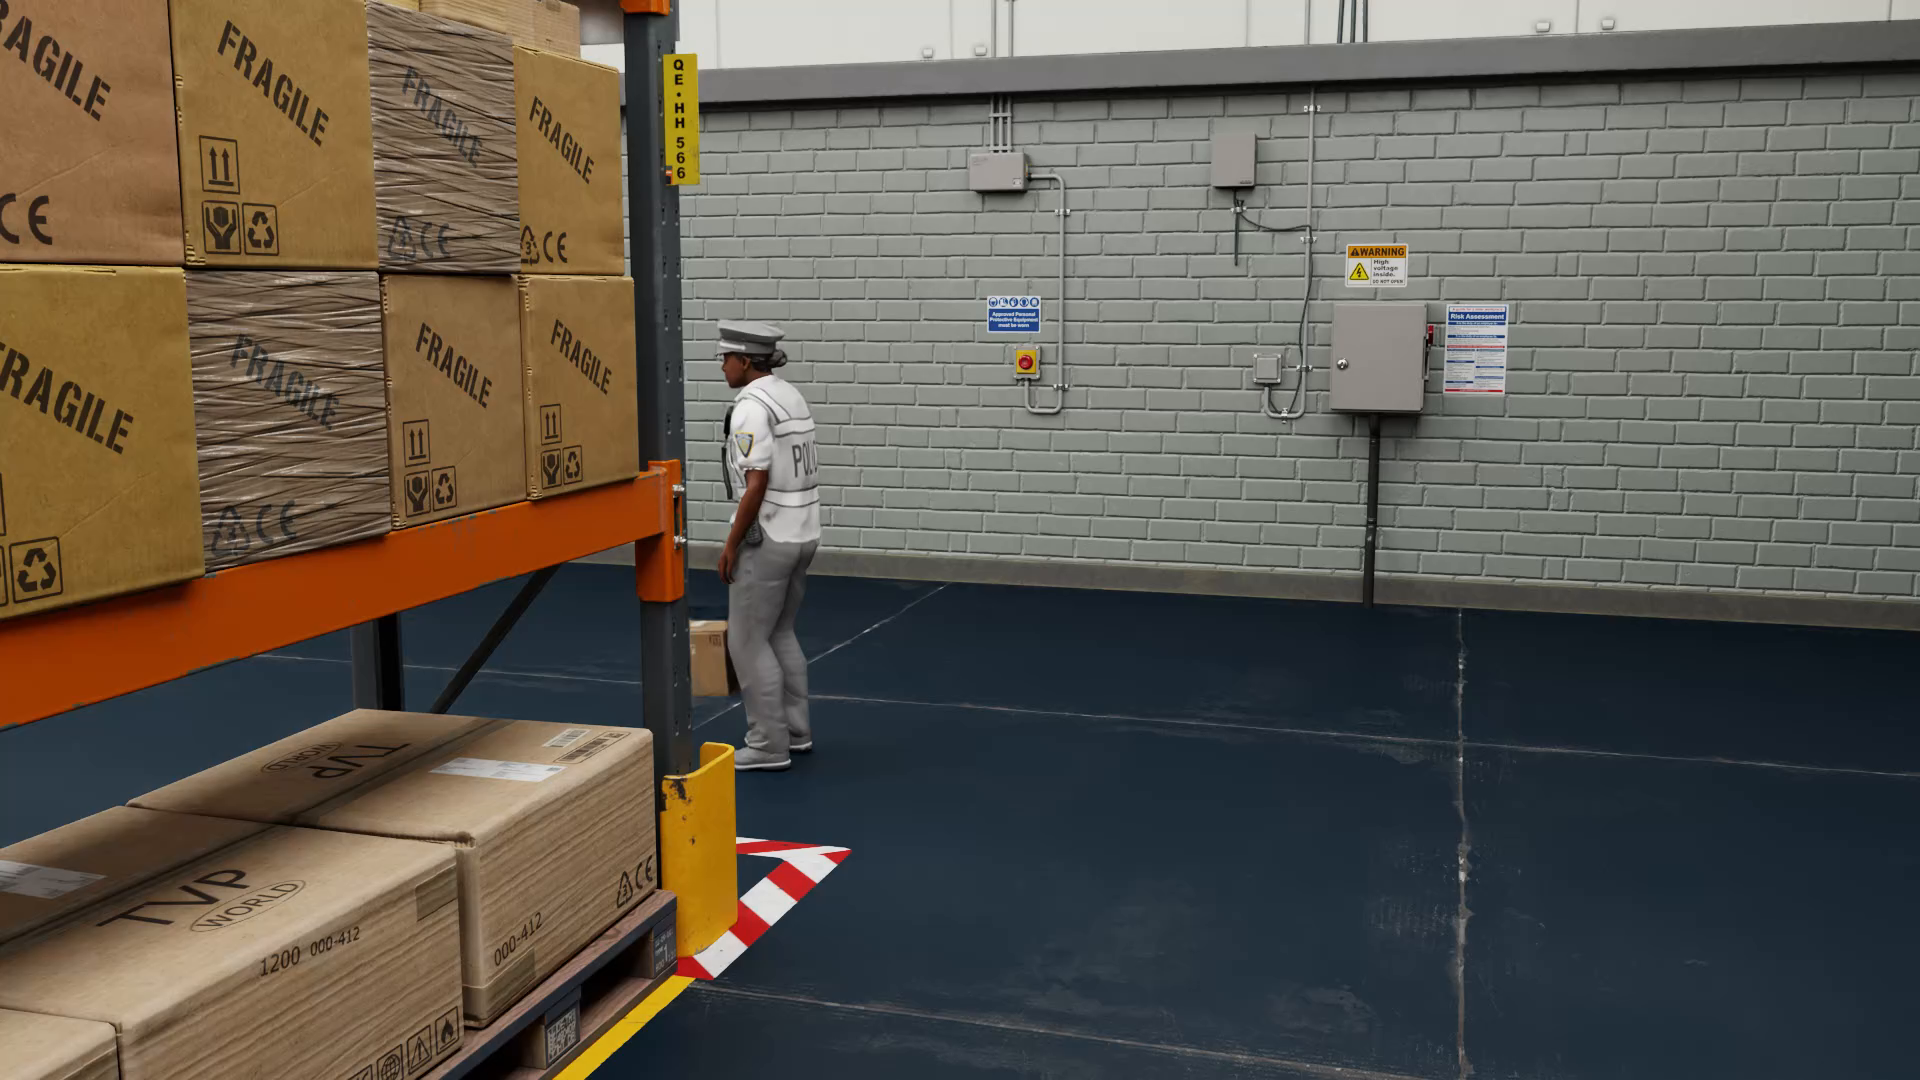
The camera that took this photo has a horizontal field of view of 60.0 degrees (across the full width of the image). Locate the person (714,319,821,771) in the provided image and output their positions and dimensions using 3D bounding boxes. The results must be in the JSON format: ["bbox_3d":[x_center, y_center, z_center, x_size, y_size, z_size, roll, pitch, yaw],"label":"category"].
[{"bbox_3d":[-0.717,0.015,6.216,0.371,1.667,0.497,2,9,14],"label":"person"}]
